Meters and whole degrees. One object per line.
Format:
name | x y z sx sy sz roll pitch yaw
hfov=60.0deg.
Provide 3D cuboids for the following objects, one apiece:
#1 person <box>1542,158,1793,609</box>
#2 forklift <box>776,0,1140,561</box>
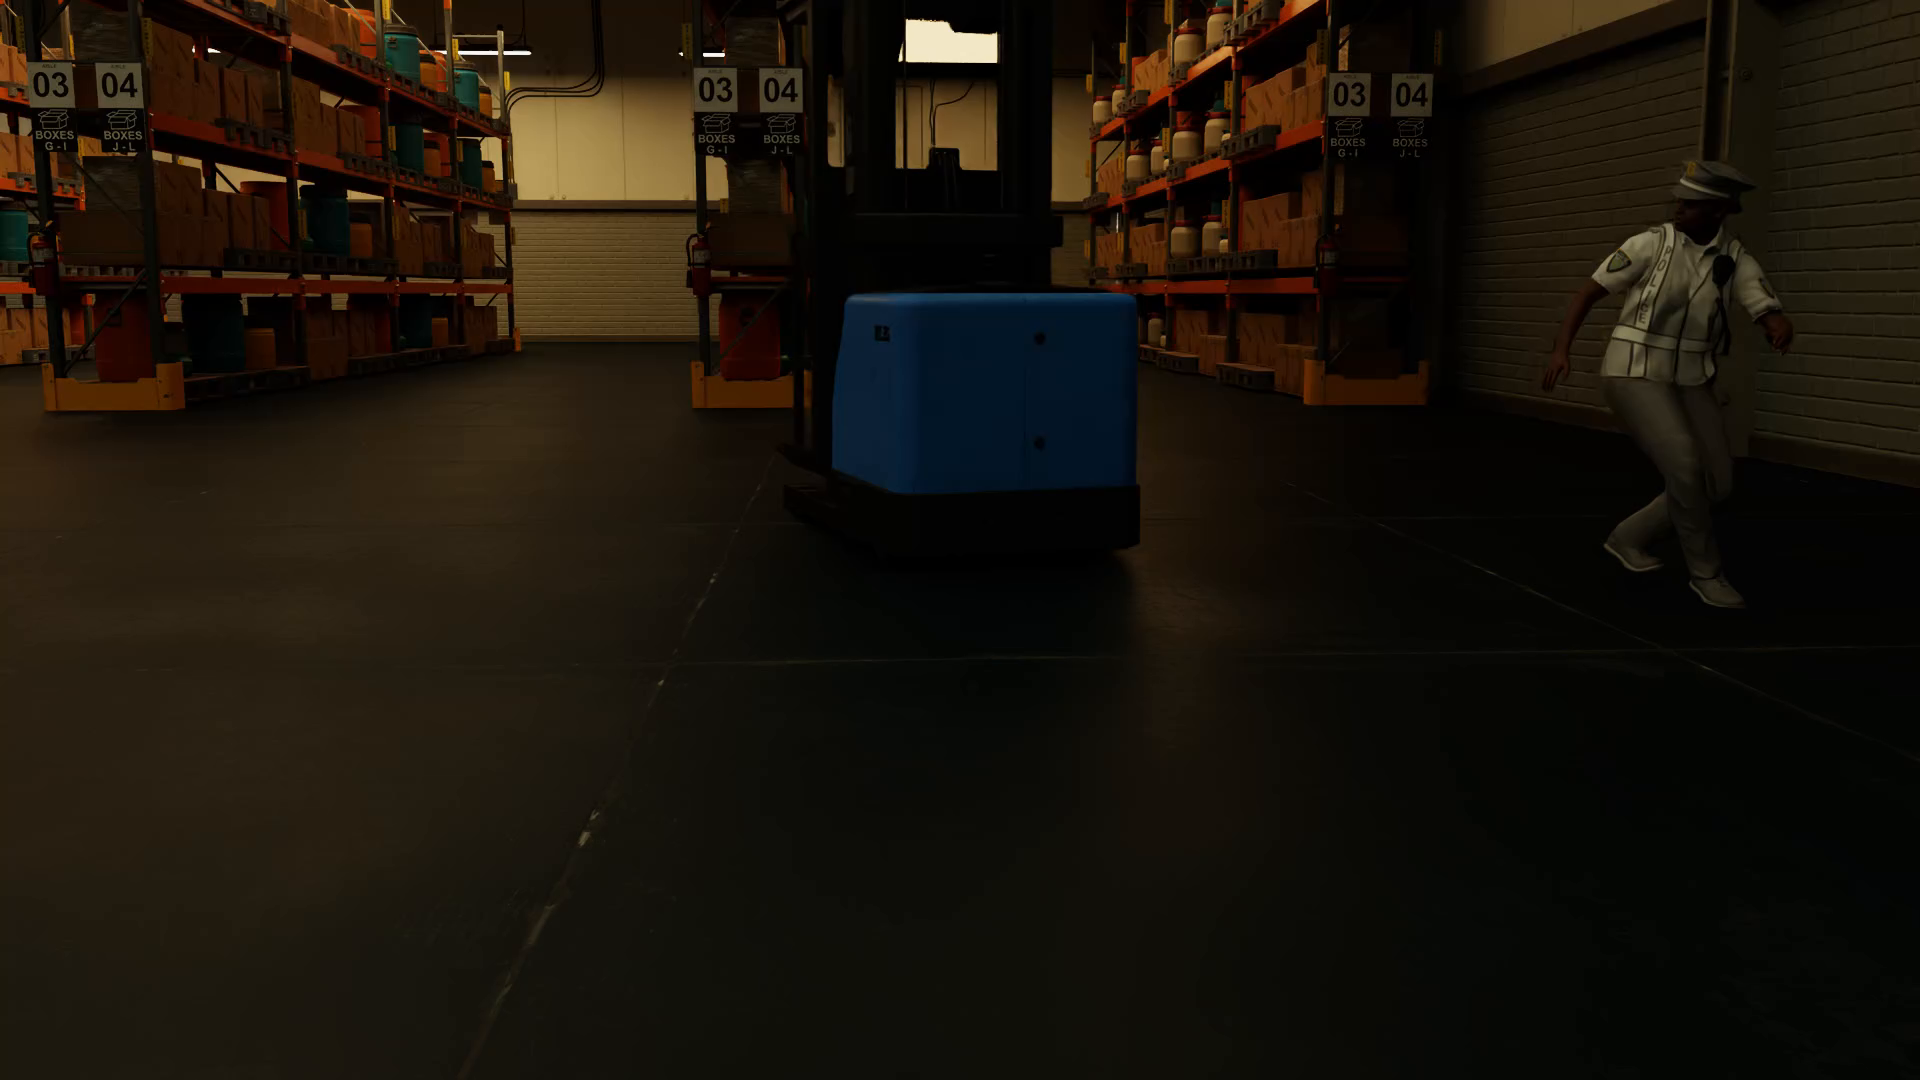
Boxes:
person | 2.494 -0.551 5.854 0.785 1.547 0.805 -1 9 -8
forklift | -0.221 -1.545 7.734 1.130 2.935 3.031 -3 9 -18
